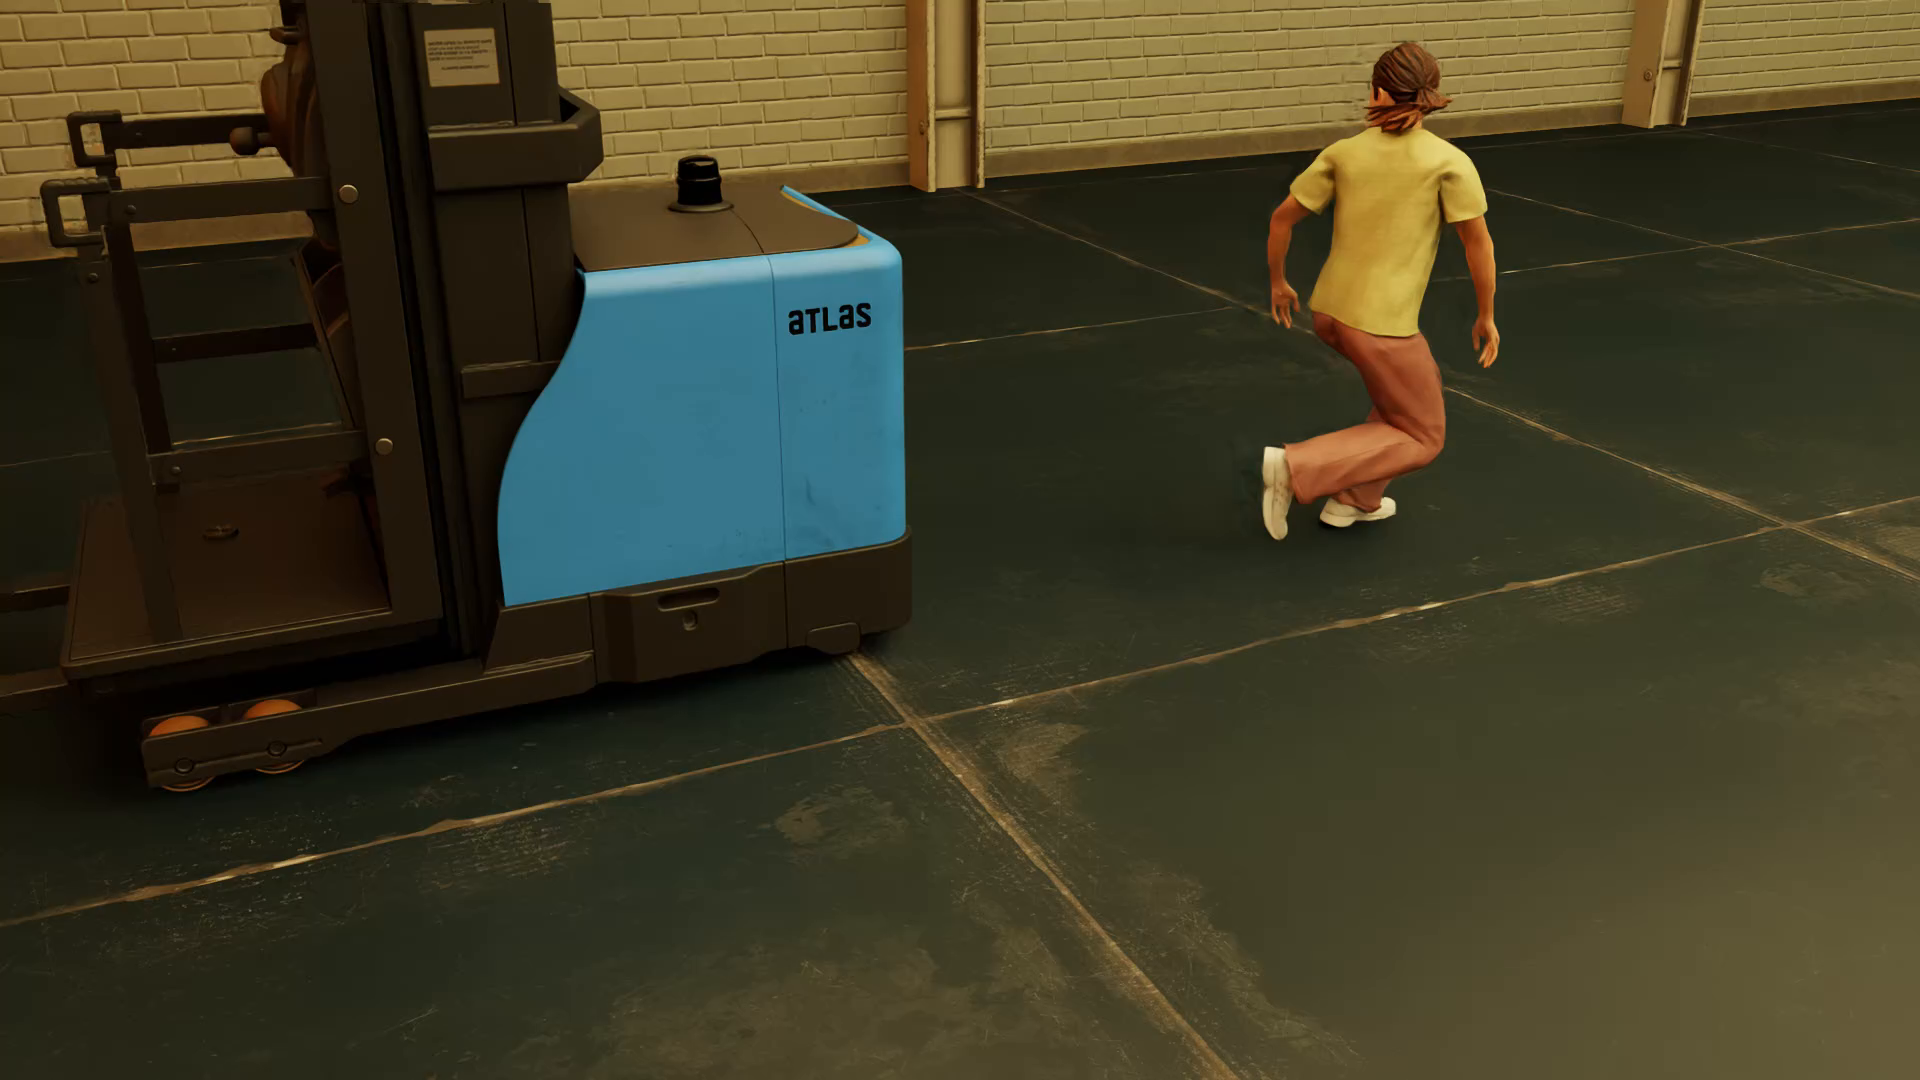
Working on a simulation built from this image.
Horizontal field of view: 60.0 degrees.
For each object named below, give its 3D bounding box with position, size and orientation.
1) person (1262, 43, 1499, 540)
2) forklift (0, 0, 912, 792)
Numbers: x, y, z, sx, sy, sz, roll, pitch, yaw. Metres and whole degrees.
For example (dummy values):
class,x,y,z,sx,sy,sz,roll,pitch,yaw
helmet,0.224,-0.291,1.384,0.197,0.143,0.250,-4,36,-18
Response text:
class,x,y,z,sx,sy,sz,roll,pitch,yaw
person,1.177,-0.708,4.947,0.694,1.461,0.620,-13,26,-28
forklift,-1.691,-1.018,3.736,3.031,2.935,1.130,-10,24,-22
